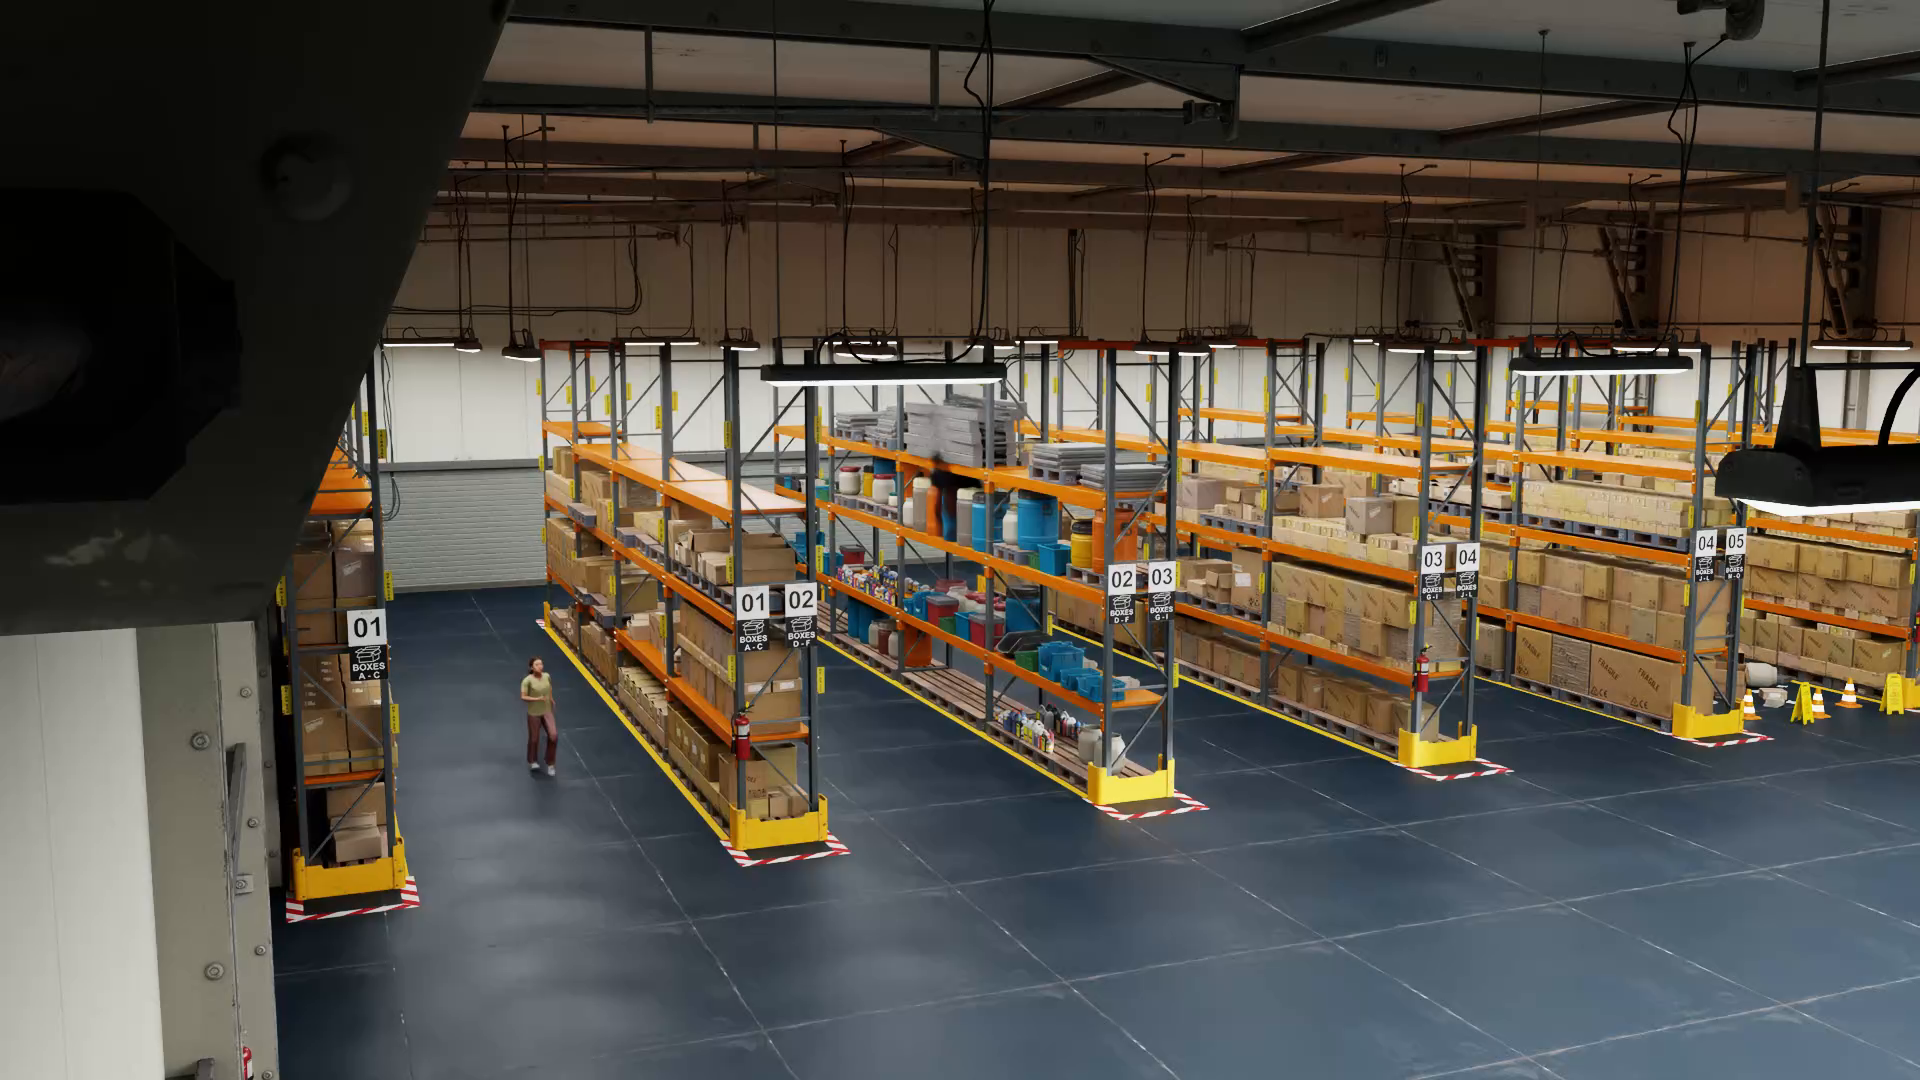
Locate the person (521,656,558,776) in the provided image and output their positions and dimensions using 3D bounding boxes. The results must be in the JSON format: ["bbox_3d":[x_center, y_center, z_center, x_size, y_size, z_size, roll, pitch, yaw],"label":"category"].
[{"bbox_3d":[-5.917,2.468,23.392,0.542,1.700,0.708,-5,9,-34],"label":"person"}]

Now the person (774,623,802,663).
[{"bbox_3d":[-2.828,1.643,27.741,0.650,1.661,0.633,-5,9,-36],"label":"person"}]
